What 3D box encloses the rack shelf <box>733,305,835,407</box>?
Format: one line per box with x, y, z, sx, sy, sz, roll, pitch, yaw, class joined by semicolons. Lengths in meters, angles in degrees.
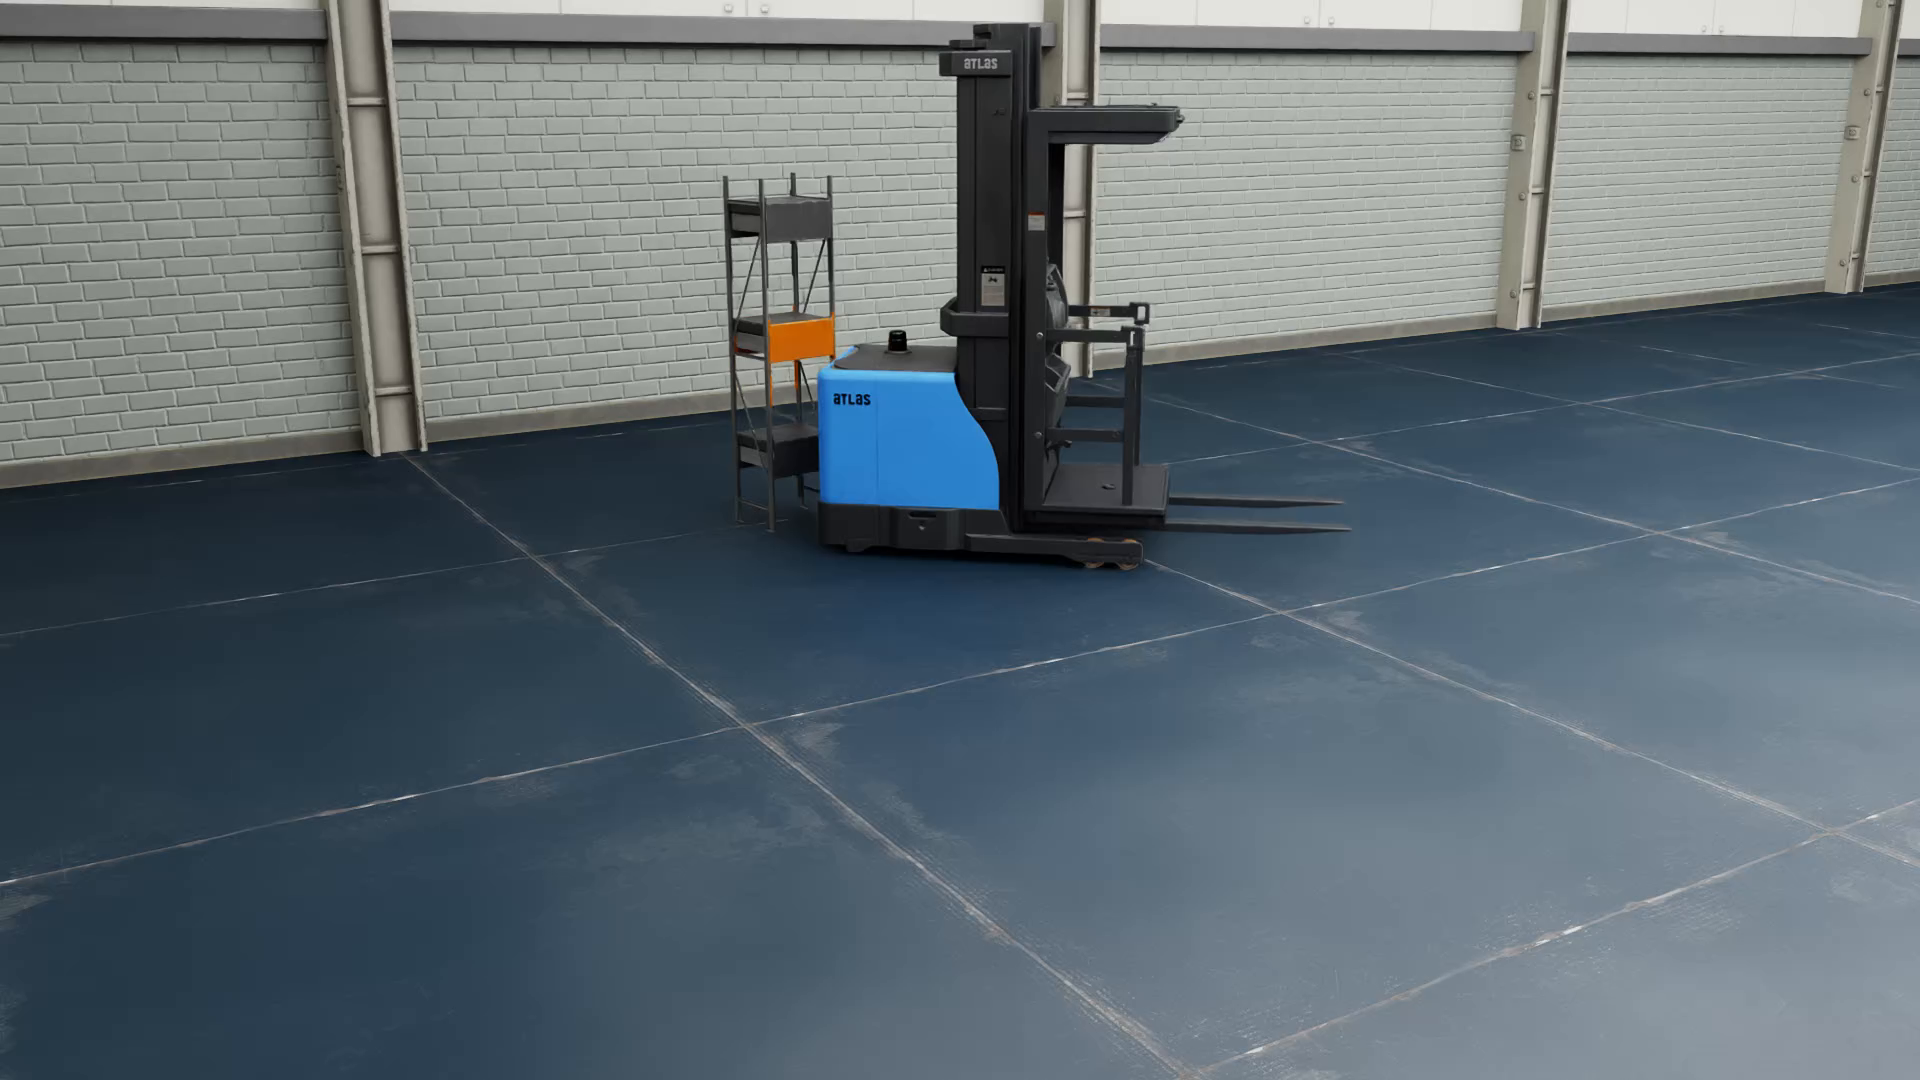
-1.072;-1.119;10.063;0.480;0.518;0.431;-13;21;-40;rack shelf

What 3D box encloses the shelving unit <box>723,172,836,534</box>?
-1.072;-1.132;10.059;0.503;2.100;0.431;-13;21;-40;shelving unit

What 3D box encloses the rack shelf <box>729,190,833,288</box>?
-1.072;-1.793;9.874;0.480;0.518;0.431;-13;21;-40;rack shelf

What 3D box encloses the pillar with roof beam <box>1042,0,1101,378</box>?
3.189;-4.839;10.501;0.400;9.000;9.100;-9;18;-30;pillar with roof beam

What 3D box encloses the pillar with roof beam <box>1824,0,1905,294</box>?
13.475;-6.507;16.451;0.400;9.000;9.100;-9;18;-30;pillar with roof beam

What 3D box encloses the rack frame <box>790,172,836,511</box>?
-0.890;-1.176;10.215;0.015;2.100;0.400;-13;21;-40;rack frame

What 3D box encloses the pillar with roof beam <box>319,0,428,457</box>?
-1.954;-4.005;7.525;0.400;9.000;9.100;-9;18;-30;pillar with roof beam

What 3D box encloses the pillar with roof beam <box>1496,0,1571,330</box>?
8.332;-5.673;13.476;0.400;9.000;9.100;-9;18;-30;pillar with roof beam

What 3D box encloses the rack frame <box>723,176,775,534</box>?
-1.255;-1.089;9.903;0.015;2.100;0.400;-13;21;-40;rack frame

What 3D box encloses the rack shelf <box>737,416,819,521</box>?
-1.072;-0.445;10.251;0.480;0.518;0.431;-13;21;-40;rack shelf

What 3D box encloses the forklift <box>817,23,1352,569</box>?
0.739;-1.401;9.477;3.031;2.935;1.130;2;16;8;forklift
